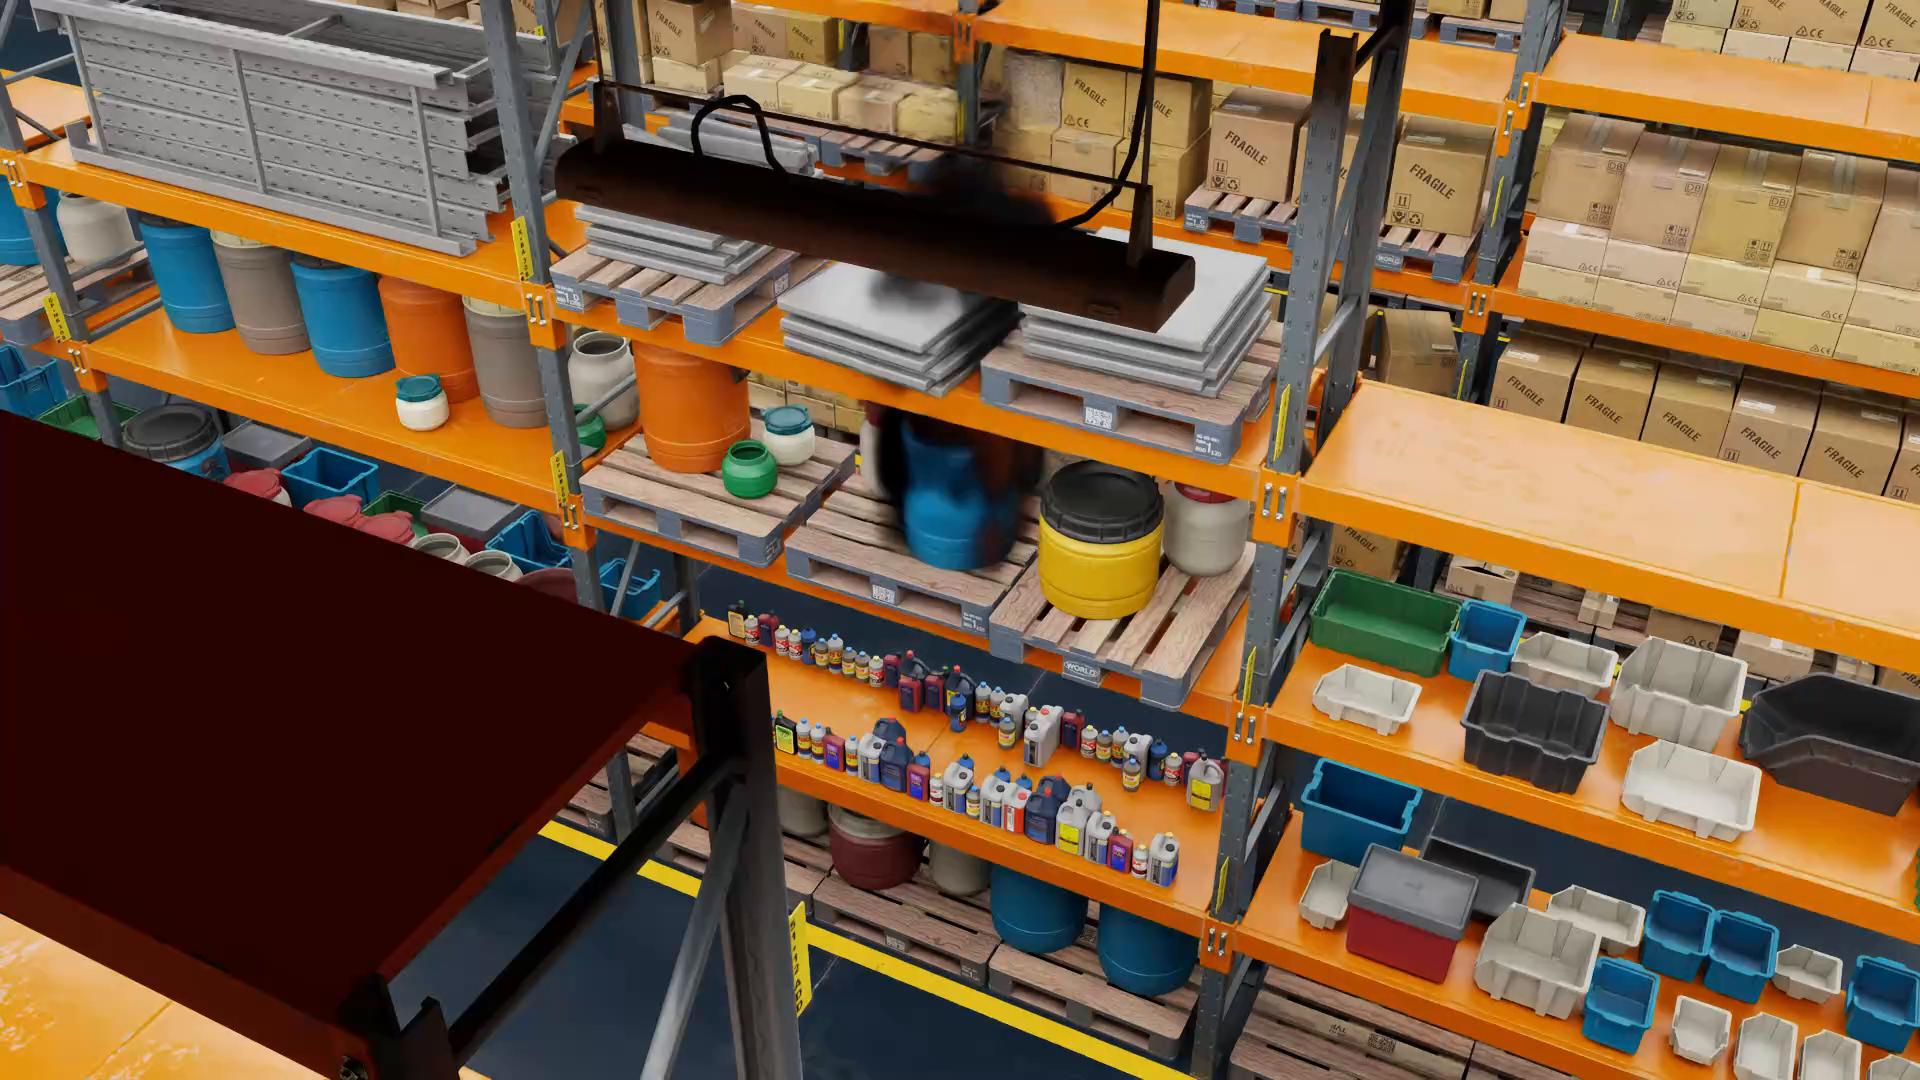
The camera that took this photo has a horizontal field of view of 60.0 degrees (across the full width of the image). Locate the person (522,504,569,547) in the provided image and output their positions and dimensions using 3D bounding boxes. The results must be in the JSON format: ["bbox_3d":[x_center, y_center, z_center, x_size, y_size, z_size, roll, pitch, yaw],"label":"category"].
[{"bbox_3d":[-3.252,-0.524,13.205,0.563,1.641,0.567,11,36,15],"label":"person"}]
